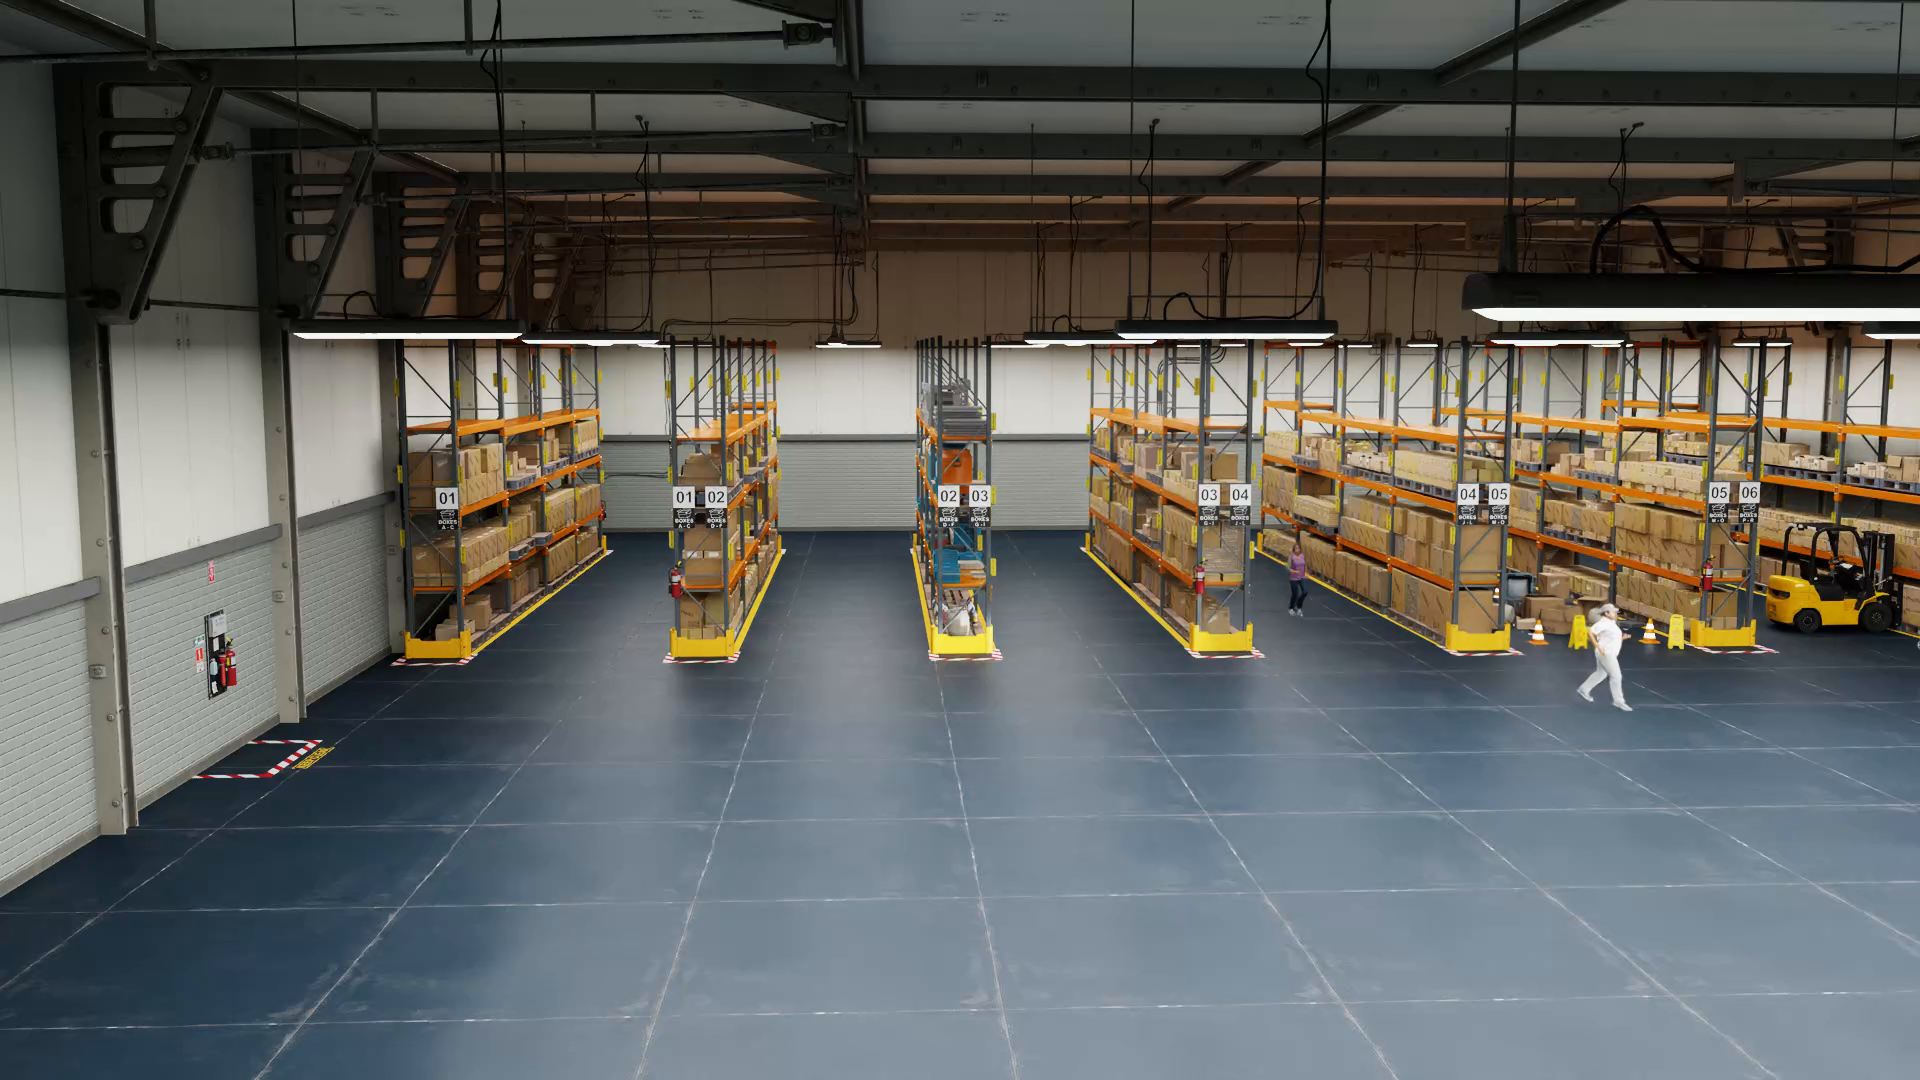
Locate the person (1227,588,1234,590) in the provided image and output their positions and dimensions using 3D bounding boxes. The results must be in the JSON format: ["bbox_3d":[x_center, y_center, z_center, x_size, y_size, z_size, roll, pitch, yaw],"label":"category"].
[{"bbox_3d":[6.492,0.321,39.980,0.664,1.733,0.645,-1,7,-5],"label":"person"}]

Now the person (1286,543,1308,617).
[{"bbox_3d":[7.301,0.907,35.935,0.545,1.487,0.629,-1,7,-8],"label":"person"}]

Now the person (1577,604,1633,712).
[{"bbox_3d":[10.374,1.856,26.694,0.895,1.689,0.594,4,8,31],"label":"person"}]
